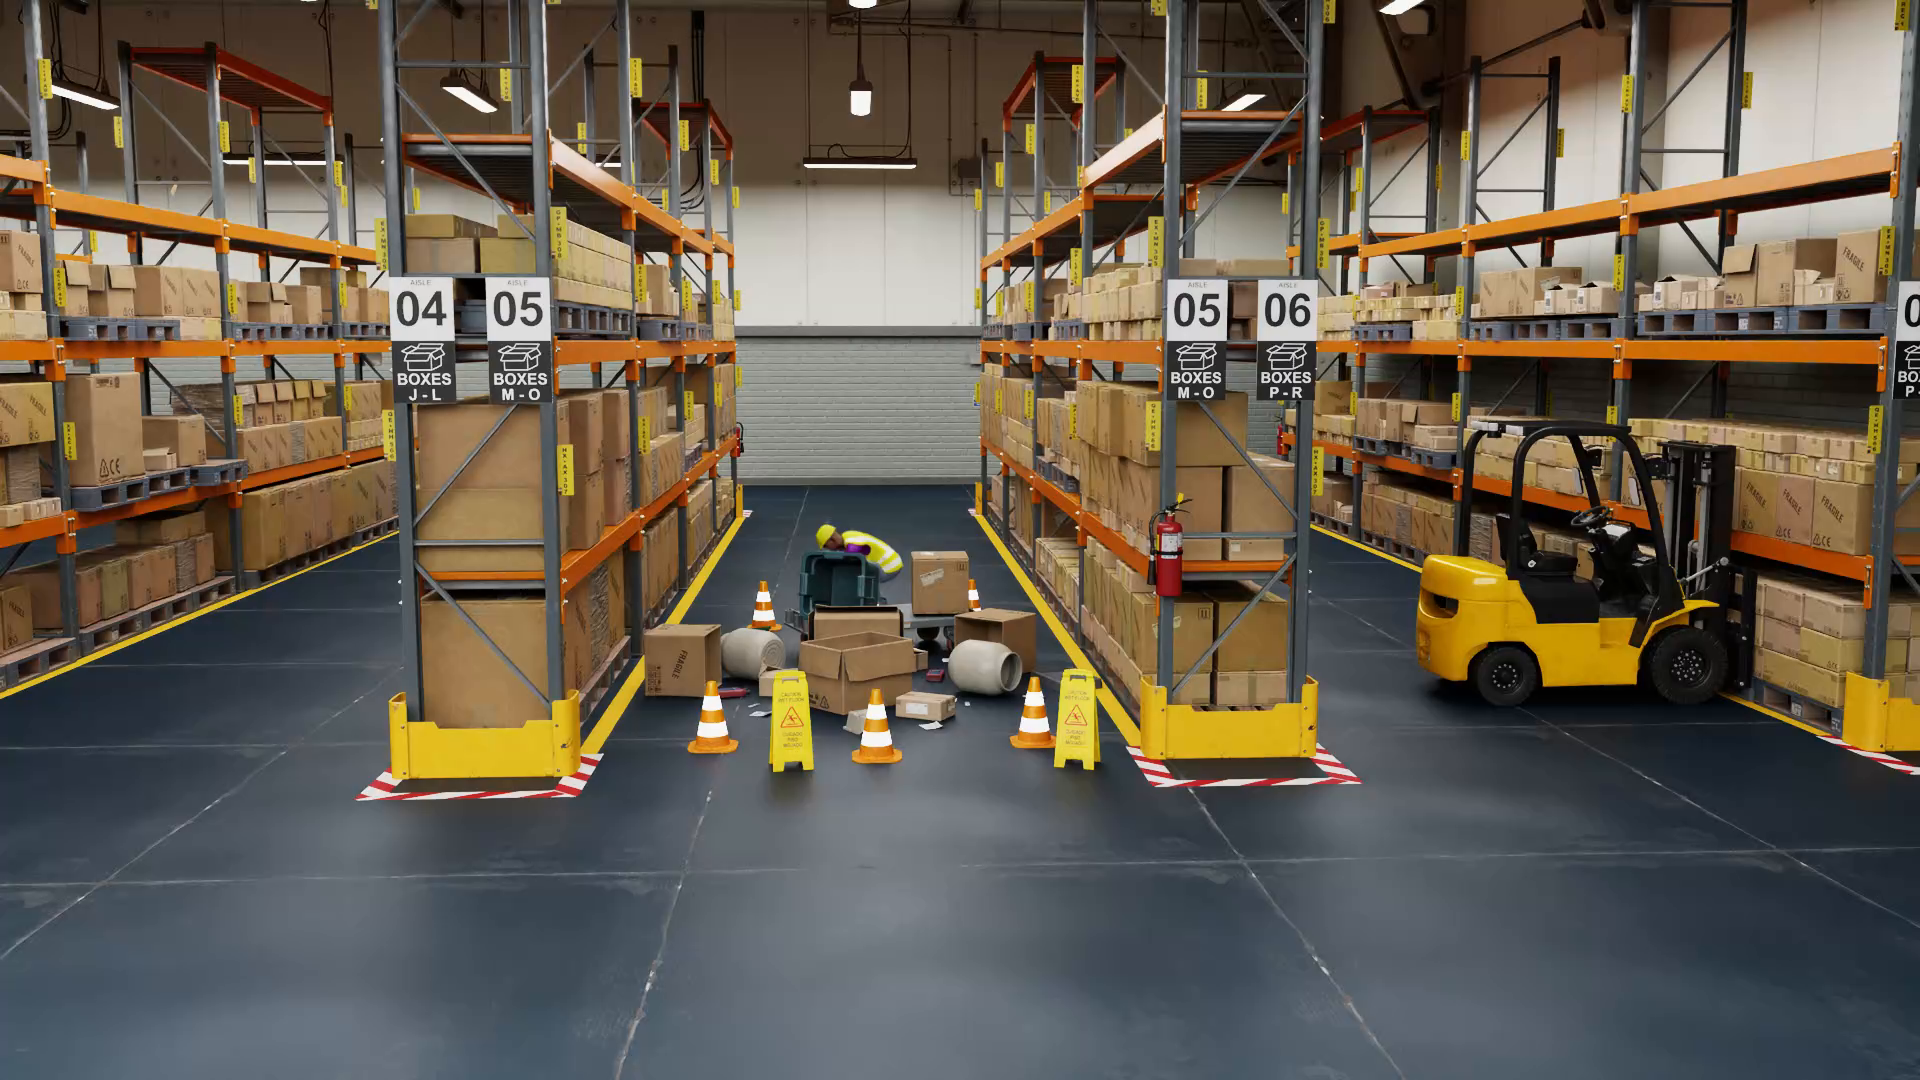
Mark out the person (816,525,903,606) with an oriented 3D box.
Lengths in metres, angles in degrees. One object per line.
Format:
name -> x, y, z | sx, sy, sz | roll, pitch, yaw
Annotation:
person -> -1.040, 0.296, 17.237 | 0.897, 0.926, 0.568 | 0, 7, -4
